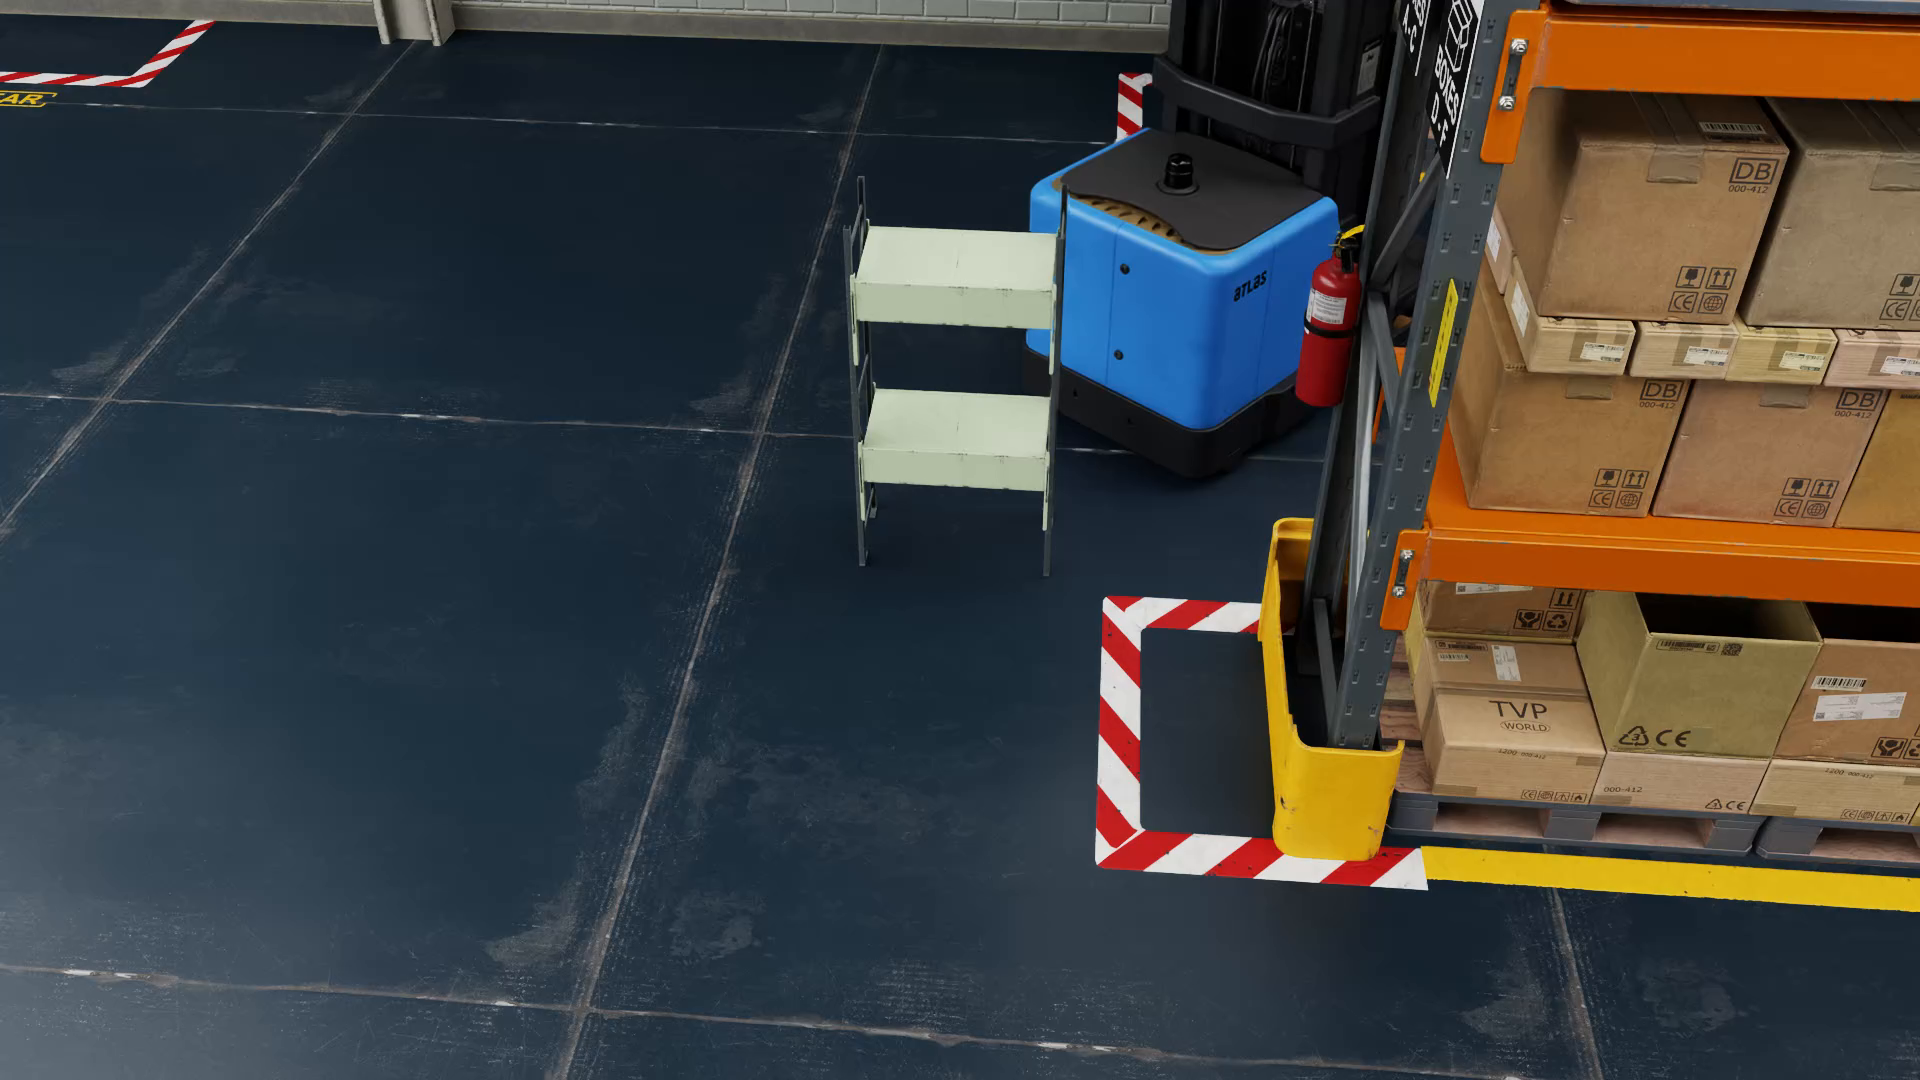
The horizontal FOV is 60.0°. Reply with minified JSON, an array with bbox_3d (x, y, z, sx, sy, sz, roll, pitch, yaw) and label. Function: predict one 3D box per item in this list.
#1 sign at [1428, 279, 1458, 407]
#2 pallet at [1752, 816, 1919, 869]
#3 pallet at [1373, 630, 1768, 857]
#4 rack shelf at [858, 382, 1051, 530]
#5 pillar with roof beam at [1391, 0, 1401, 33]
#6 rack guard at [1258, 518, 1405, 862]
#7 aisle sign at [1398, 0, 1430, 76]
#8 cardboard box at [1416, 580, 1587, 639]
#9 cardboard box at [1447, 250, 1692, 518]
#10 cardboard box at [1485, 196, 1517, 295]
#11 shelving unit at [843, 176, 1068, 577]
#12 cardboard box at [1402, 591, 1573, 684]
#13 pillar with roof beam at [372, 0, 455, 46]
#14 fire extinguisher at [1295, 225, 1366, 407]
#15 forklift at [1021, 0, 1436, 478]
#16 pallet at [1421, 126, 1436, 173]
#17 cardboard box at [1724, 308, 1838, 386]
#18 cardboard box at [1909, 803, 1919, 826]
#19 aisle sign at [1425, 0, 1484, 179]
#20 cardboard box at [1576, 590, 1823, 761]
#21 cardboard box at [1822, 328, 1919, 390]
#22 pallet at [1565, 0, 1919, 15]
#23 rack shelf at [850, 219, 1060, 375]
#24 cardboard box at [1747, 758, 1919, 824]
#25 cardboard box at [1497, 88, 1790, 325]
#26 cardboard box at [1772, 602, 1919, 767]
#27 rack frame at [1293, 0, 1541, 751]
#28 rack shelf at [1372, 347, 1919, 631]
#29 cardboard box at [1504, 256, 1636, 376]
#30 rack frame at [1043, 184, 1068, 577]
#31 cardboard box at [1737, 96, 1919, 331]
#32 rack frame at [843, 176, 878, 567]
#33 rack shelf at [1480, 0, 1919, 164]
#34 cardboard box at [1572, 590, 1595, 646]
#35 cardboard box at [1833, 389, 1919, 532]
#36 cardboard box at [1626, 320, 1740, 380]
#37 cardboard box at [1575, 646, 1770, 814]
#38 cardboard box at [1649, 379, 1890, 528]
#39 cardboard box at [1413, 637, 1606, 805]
[{"bbox_3d":[1.230,-0.499,4.239,0.005,0.325,0.100,3,39,4],"label":"sign"},{"bbox_3d":[3.261,0.683,5.743,1.213,0.211,1.003,3,39,4],"label":"pallet"},{"bbox_3d":[2.049,0.615,5.827,1.213,0.211,1.003,3,39,4],"label":"pallet"},{"bbox_3d":[-0.007,-0.329,6.483,0.720,0.370,0.431,3,39,4],"label":"rack shelf"},{"bbox_3d":[2.108,-3.722,4.194,0.400,9.000,9.100,3,39,4],"label":"pillar with roof beam"},{"bbox_3d":[1.260,0.487,5.756,0.348,0.500,1.175,3,39,4],"label":"rack guard"},{"bbox_3d":[1.244,-1.678,4.376,0.004,0.787,0.394,3,39,4],"label":"aisle sign"},{"bbox_3d":[1.844,-0.027,5.658,0.500,0.500,0.500,3,39,4],"label":"cardboard box"},{"bbox_3d":[1.748,-0.487,4.893,0.500,0.500,0.700,3,39,4],"label":"cardboard box"},{"bbox_3d":[1.681,-0.871,4.851,0.250,0.149,0.380,3,39,3],"label":"cardboard box"},{"bbox_3d":[-0.007,-0.582,6.277,0.755,1.500,0.431,3,39,4],"label":"shelving unit"},{"bbox_3d":[1.843,0.265,5.893,0.500,0.250,0.500,3,39,4],"label":"cardboard box"},{"bbox_3d":[-3.870,-4.049,4.596,0.400,9.000,9.100,3,39,4],"label":"pillar with roof beam"},{"bbox_3d":[1.206,-0.750,5.357,0.183,0.674,0.296,3,39,4],"label":"fire extinguisher"},{"bbox_3d":[1.658,-2.229,7.167,1.130,2.935,3.031,31,48,32],"label":"forklift"},{"bbox_3d":[2.589,-2.445,9.587,1.213,0.211,1.003,3,39,4],"label":"pallet"},{"bbox_3d":[2.168,-0.588,4.503,0.250,0.149,0.380,3,39,4],"label":"cardboard box"},{"bbox_3d":[3.293,0.674,5.391,0.500,0.250,0.500,3,39,4],"label":"cardboard box"},{"bbox_3d":[1.192,-1.301,3.912,0.004,0.787,0.394,3,39,4],"label":"aisle sign"},{"bbox_3d":[2.297,0.326,5.224,0.500,0.500,0.500,3,39,4],"label":"cardboard box"},{"bbox_3d":[2.419,-0.573,4.484,0.250,0.149,0.380,3,39,3],"label":"cardboard box"},{"bbox_3d":[1.986,-1.556,3.979,1.213,0.211,1.003,3,39,4],"label":"pallet"},{"bbox_3d":[-0.007,-0.885,6.031,0.720,0.370,0.431,3,39,4],"label":"rack shelf"},{"bbox_3d":[2.795,0.644,5.429,0.500,0.250,0.500,3,39,4],"label":"cardboard box"},{"bbox_3d":[1.800,-0.987,4.480,0.500,0.500,0.700,3,39,4],"label":"cardboard box"},{"bbox_3d":[2.796,0.346,5.201,0.500,0.500,0.500,3,39,4],"label":"cardboard box"},{"bbox_3d":[1.284,-0.481,4.965,0.127,3.000,1.000,3,39,4],"label":"rack frame"},{"bbox_3d":[3.276,-0.093,5.059,4.000,0.370,1.077,3,39,4],"label":"rack shelf"},{"bbox_3d":[1.656,-0.615,4.536,0.250,0.149,0.380,3,39,4],"label":"cardboard box"},{"bbox_3d":[0.358,-0.562,6.252,0.023,1.500,0.400,3,39,4],"label":"rack frame"},{"bbox_3d":[2.325,-0.962,4.449,0.500,0.500,0.700,2,39,3],"label":"cardboard box"},{"bbox_3d":[-0.371,-0.602,6.301,0.023,1.500,0.400,3,39,4],"label":"rack frame"},{"bbox_3d":[3.276,-1.257,4.112,4.000,0.370,1.077,3,39,4],"label":"rack shelf"},{"bbox_3d":[2.343,0.285,5.869,0.500,0.250,0.500,3,39,4],"label":"cardboard box"},{"bbox_3d":[2.765,-0.430,4.823,0.500,0.500,0.700,3,39,4],"label":"cardboard box"},{"bbox_3d":[1.919,-0.602,4.521,0.250,0.149,0.380,2,39,3],"label":"cardboard box"},{"bbox_3d":[2.297,0.616,5.462,0.500,0.250,0.500,3,39,4],"label":"cardboard box"},{"bbox_3d":[2.271,-0.461,4.861,0.500,0.500,0.700,4,39,5],"label":"cardboard box"},{"bbox_3d":[1.799,0.591,5.493,0.500,0.250,0.500,3,39,4],"label":"cardboard box"}]
